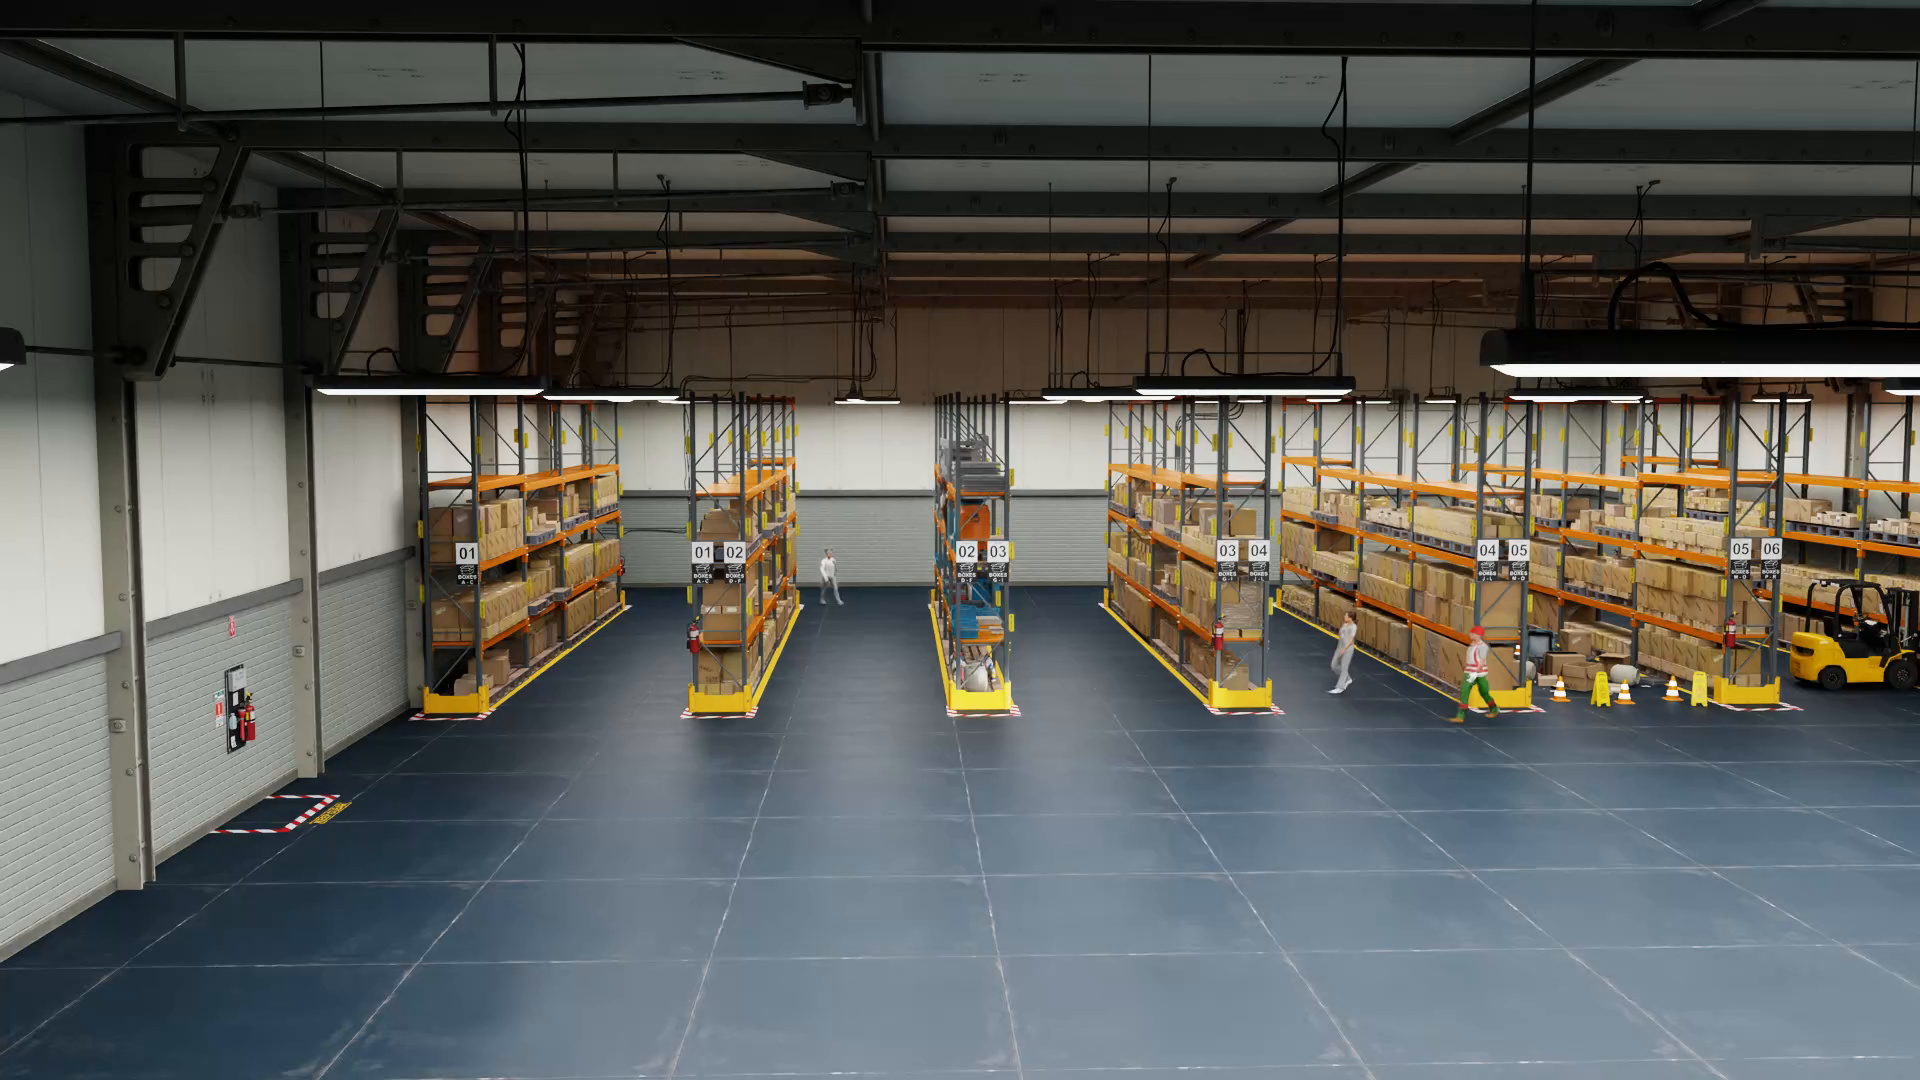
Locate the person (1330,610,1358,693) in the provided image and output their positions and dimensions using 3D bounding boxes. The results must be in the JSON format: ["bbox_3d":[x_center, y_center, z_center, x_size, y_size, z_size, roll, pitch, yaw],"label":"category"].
[{"bbox_3d":[7.659,2.227,33.292,0.611,1.654,0.514,-3,5,-32],"label":"person"}]

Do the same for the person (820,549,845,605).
[{"bbox_3d":[-3.740,1.054,47.834,0.555,1.613,1.047,-3,5,-30],"label":"person"}]

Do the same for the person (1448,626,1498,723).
[{"bbox_3d":[9.345,2.436,30.102,1.057,1.759,0.486,-3,6,-35],"label":"person"}]
